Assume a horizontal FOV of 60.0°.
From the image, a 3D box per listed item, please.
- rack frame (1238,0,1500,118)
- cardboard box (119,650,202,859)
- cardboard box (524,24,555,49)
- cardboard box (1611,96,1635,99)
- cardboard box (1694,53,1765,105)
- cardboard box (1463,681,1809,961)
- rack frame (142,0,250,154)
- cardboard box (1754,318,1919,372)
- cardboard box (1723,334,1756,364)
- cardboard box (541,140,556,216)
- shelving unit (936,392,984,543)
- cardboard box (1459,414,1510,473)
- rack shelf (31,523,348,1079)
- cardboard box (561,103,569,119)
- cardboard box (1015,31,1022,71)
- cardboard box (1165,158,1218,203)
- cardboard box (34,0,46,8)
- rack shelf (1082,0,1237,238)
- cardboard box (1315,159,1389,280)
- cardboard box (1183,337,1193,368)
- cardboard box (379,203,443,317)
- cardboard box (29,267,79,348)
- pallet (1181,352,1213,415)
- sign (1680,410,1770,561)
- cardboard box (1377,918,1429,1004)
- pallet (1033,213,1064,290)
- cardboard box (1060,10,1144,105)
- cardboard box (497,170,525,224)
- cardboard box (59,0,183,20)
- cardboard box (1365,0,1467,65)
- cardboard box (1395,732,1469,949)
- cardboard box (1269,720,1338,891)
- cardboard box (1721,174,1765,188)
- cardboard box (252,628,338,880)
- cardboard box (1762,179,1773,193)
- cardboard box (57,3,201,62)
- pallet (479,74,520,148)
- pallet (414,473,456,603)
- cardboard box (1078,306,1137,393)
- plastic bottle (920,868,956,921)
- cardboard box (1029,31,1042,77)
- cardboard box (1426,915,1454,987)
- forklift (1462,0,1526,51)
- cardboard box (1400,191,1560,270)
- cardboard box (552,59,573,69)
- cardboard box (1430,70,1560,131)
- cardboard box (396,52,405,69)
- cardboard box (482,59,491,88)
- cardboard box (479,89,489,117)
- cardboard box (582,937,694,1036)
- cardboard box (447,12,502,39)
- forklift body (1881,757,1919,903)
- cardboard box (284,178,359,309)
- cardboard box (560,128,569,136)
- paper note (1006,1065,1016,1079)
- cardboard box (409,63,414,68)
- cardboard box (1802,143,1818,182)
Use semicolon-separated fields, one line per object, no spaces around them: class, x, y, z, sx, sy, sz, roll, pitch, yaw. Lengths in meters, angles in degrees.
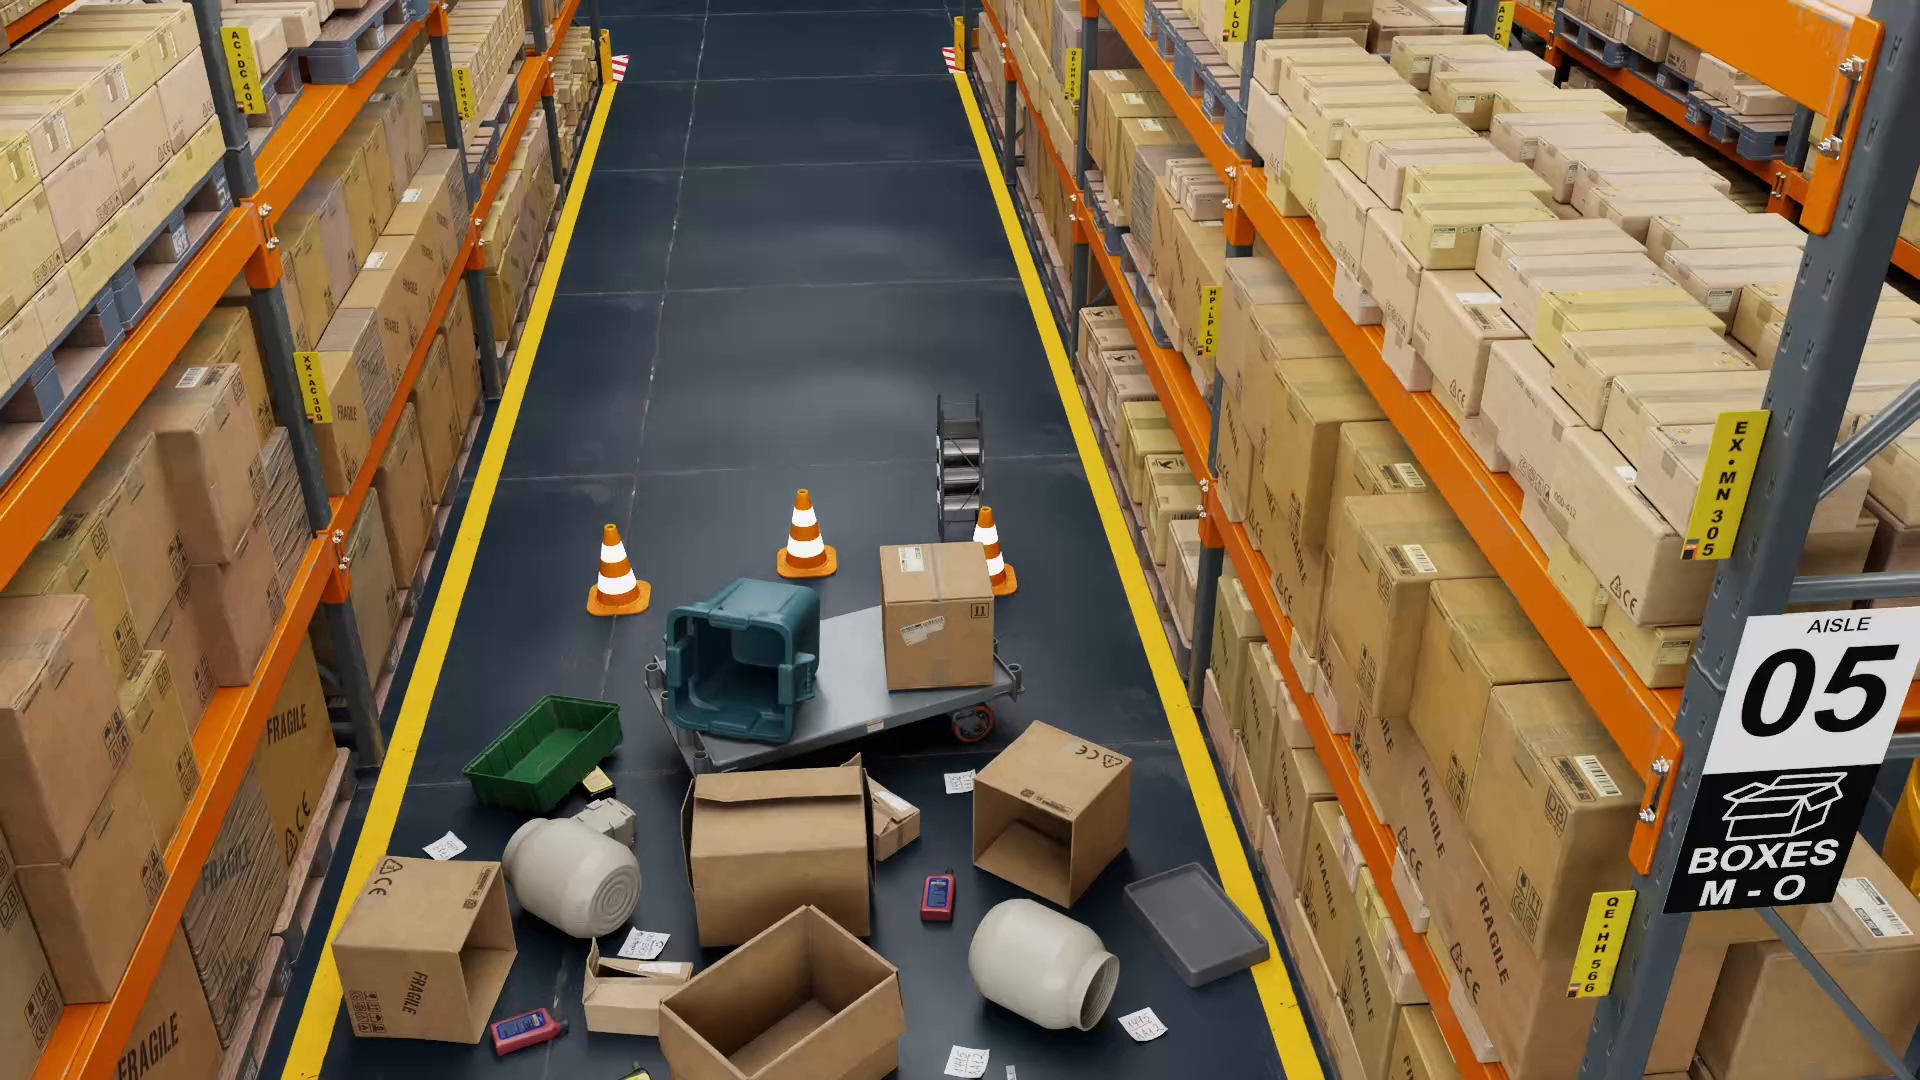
rack frame;1.655;-3.069;6.112;1.000;3.000;0.127;-3;31;-5
cardboard box;-3.061;0.746;5.430;0.875;0.550;0.500;-3;31;-5
cardboard box;-3.712;-4.341;14.338;0.380;0.149;0.250;-2;31;-3
cardboard box;5.721;-3.869;14.699;0.380;0.149;0.250;-4;31;-6
cardboard box;5.802;-3.414;12.278;0.500;0.250;0.500;-4;31;-7
cardboard box;1.764;0.699;4.293;0.700;0.500;0.500;-3;31;-6
rack frame;-3.264;-2.780;5.629;1.000;3.000;0.127;-3;31;-5
cardboard box;2.197;-0.423;4.075;0.380;0.149;0.250;-3;31;-5
cardboard box;2.210;-0.329;4.307;0.500;0.250;0.500;-3;31;-5
cardboard box;-3.691;-3.030;13.926;0.500;0.500;0.500;-3;31;-6
shelving unit;-0.001;-0.390;9.527;0.258;0.900;0.210;-3;31;-5
cardboard box;1.642;-0.320;4.680;0.380;0.149;0.250;-3;31;-5
rack shelf;-3.077;1.126;5.642;1.077;0.370;4.000;-3;31;-5
cardboard box;-3.923;-4.100;15.770;0.380;0.149;0.250;-1;31;-2
cardboard box;0.736;-4.012;13.688;0.500;0.250;0.500;-3;31;-6
cardboard box;1.261;-1.837;8.472;0.380;0.149;0.250;-4;31;-7
cardboard box;-8.829;-5.091;15.593;0.380;0.149;0.250;-2;31;-4
rack shelf;1.468;-2.493;8.776;1.077;0.370;4.000;-3;31;-5
cardboard box;1.515;-1.087;5.576;0.500;0.250;0.500;-2;31;-4
cardboard box;1.325;-0.950;8.252;0.380;0.149;0.250;-4;31;-6
cardboard box;-3.236;-1.562;9.343;0.500;0.500;0.500;-3;31;-5
cardboard box;-2.768;-0.658;4.739;0.380;0.149;0.250;-3;31;-5
pallet;1.728;-0.808;8.365;1.003;0.211;1.213;-3;31;-5
sign;1.474;-0.102;3.208;0.100;0.325;0.005;-3;31;-5
cardboard box;1.593;1.368;5.443;0.380;0.149;0.250;-2;31;-3
pallet;1.172;-2.366;13.505;1.003;0.211;1.213;-3;31;-5
cardboard box;0.972;-3.259;11.209;0.500;0.500;0.500;-4;31;-6
cardboard box;-3.542;-2.551;12.394;0.500;0.250;0.500;-3;31;-4
cardboard box;-3.598;-2.271;7.341;0.500;0.250;0.500;-3;31;-5
cardboard box;2.000;-2.214;7.344;0.500;0.250;0.500;-4;31;-6
cardboard box;1.661;0.859;5.000;0.500;0.500;0.500;-3;31;-4
cardboard box;1.550;1.037;6.630;0.500;0.500;0.500;-1;31;-2
cardboard box;5.887;-2.675;12.699;0.380;0.149;0.250;-4;31;-6
cardboard box;-3.275;0.852;7.061;0.875;0.875;0.875;-2;31;-4
cardboard box;6.383;-2.702;12.744;0.380;0.149;0.250;-2;31;-4
cardboard box;-2.912;-1.778;5.838;0.380;0.149;0.250;-3;31;-5
pallet;-3.863;-3.173;12.324;1.003;0.211;1.213;-3;31;-5
pallet;-3.528;-0.022;9.581;1.003;0.211;1.213;-3;31;-5
cardboard box;1.324;-1.298;11.152;0.950;0.372;0.625;-5;31;-8
plastic bottle;-0.092;1.517;7.151;0.133;0.061;0.283;2;31;4
cardboard box;0.814;-3.708;12.691;0.500;0.250;0.500;-4;31;-6
cardboard box;1.644;1.220;5.027;0.380;0.149;0.250;-3;31;-5
forklift;2.778;-2.159;10.507;1.130;2.935;3.031;3;31;5
cardboard box;1.526;-0.913;4.896;0.380;0.149;0.250;-2;31;-3
cardboard box;-4.011;-4.618;16.347;0.380;0.149;0.250;-4;31;-6
cardboard box;1.938;-1.598;6.042;0.380;0.149;0.250;-2;31;-3
cardboard box;-4.284;-3.467;12.176;0.380;0.149;0.250;-3;31;-6
cardboard box;-3.605;-3.360;11.997;0.380;0.149;0.250;-3;31;-5
cardboard box;-3.583;-3.105;11.860;0.380;0.149;0.250;-2;31;-3
cardboard box;-1.270;1.759;6.547;0.396;0.266;0.258;2;31;4
cardboard box;-3.687;-3.892;12.597;0.380;0.149;0.250;-4;31;-6
forklift body;4.977;0.793;6.325;2.313;2.155;1.214;-3;31;-5
cardboard box;-3.413;-1.450;8.181;0.700;0.500;0.500;-3;31;-4
cardboard box;-3.825;-3.707;15.402;0.380;0.149;0.250;-3;31;-5
paper note;0.197;2.045;6.317;0.032;0.001;0.123;-3;31;-5
cardboard box;-4.305;-3.472;12.473;0.380;0.149;0.250;-3;31;-5
cardboard box;6.021;-2.472;11.111;0.500;0.250;0.500;-3;31;-4
